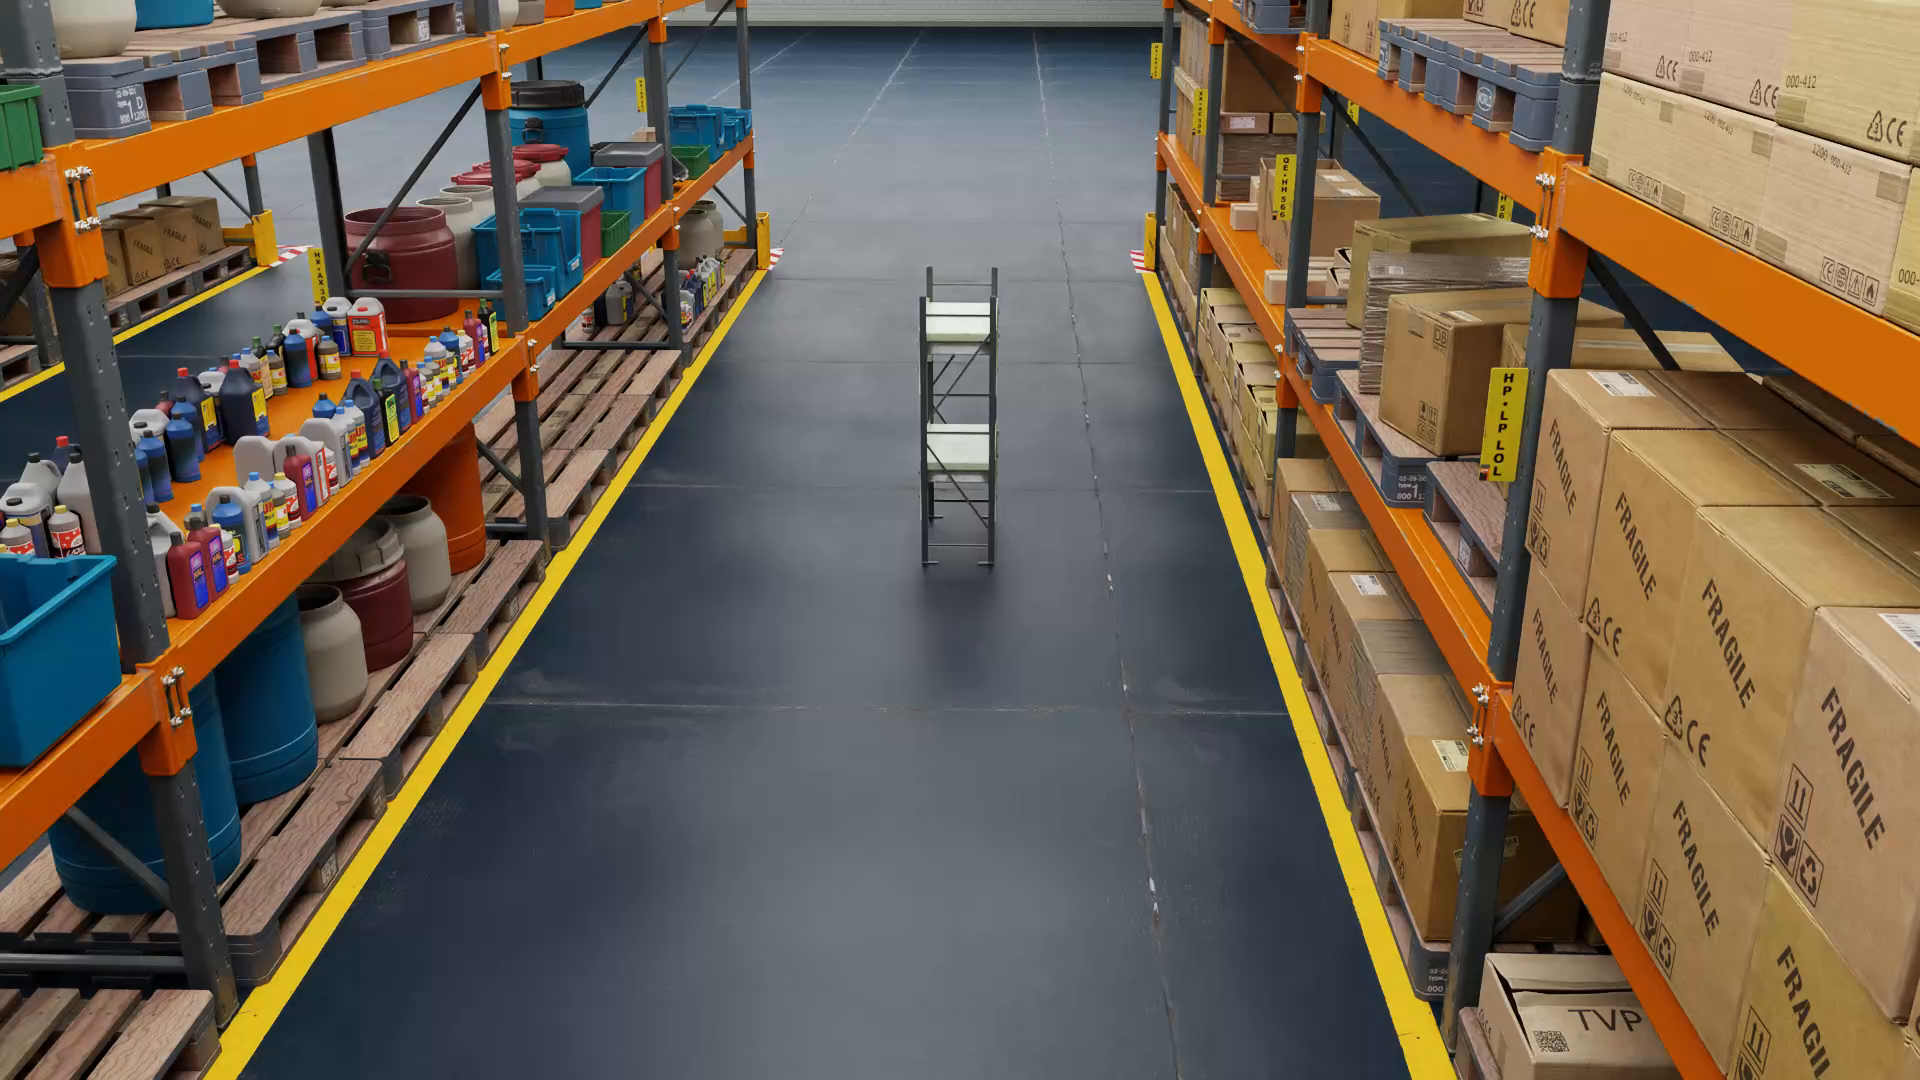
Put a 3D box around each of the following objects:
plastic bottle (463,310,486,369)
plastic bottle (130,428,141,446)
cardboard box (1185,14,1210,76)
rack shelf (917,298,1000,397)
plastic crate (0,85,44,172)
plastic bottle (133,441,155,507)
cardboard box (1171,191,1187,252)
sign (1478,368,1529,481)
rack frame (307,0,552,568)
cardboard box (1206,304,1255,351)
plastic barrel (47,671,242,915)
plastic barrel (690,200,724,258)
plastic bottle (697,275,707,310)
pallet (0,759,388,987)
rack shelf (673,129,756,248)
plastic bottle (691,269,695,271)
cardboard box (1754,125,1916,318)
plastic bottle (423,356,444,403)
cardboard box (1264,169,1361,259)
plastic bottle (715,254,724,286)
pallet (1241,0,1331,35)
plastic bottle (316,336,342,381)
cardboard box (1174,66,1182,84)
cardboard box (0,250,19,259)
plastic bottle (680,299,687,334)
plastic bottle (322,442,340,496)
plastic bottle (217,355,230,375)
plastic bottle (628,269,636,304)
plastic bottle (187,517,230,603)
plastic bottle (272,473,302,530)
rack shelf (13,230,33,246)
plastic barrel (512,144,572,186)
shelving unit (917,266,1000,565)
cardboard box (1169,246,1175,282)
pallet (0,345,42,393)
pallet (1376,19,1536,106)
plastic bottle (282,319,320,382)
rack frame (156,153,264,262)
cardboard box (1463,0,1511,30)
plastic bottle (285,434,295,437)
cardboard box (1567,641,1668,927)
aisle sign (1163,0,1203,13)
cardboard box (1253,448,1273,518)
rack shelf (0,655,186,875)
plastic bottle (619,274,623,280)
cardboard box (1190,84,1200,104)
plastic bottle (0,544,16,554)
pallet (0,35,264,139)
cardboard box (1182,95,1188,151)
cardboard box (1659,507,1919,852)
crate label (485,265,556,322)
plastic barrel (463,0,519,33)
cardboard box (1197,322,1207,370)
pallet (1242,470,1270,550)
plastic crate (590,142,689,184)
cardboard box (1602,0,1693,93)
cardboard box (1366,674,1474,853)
[{"bbox_3d":[-2.365,-0.986,8.084,0.061,0.283,0.133,1,21,2],"label":"plastic bottle"},{"bbox_3d":[-3.174,-0.280,6.274,0.152,0.276,0.135,1,21,2],"label":"plastic bottle"},{"bbox_3d":[2.383,-4.385,14.751,0.700,0.500,0.500,0,21,0],"label":"cardboard box"},{"bbox_3d":[0.000,-1.065,9.123,0.431,0.370,0.720,1,21,2],"label":"rack shelf"},{"bbox_3d":[-2.604,-0.971,4.032,0.450,0.188,0.662,1,21,2],"label":"plastic crate"},{"bbox_3d":[-3.053,-0.234,6.164,0.097,0.271,0.097,0,21,0],"label":"plastic bottle"},{"bbox_3d":[2.168,-2.822,14.838,0.500,0.500,0.500,1,21,2],"label":"cardboard box"},{"bbox_3d":[1.503,-0.317,4.599,0.100,0.325,0.005,1,21,2],"label":"sign"},{"bbox_3d":[-2.772,-1.275,8.667,1.000,3.000,0.127,1,21,2],"label":"rack frame"},{"bbox_3d":[2.019,-1.513,11.726,0.500,0.311,0.500,0,21,1],"label":"cardboard box"},{"bbox_3d":[-2.860,0.758,5.750,0.600,0.901,0.708,1,21,2],"label":"plastic barrel"},{"bbox_3d":[-2.472,-2.964,15.880,0.421,0.512,0.421,0,21,0],"label":"plastic barrel"},{"bbox_3d":[-2.158,-2.074,13.875,0.061,0.283,0.133,2,21,4],"label":"plastic bottle"},{"bbox_3d":[-2.828,1.193,6.162,1.003,0.211,1.213,1,21,2],"label":"pallet"},{"bbox_3d":[-2.589,-3.109,14.388,1.077,0.370,4.000,1,21,2],"label":"rack shelf"},{"bbox_3d":[-2.311,-2.252,14.447,0.097,0.201,0.097,0,21,0],"label":"plastic bottle"},{"bbox_3d":[1.760,-0.566,2.902,0.500,0.250,0.500,1,21,2],"label":"cardboard box"},{"bbox_3d":[-2.401,-0.730,7.538,0.097,0.201,0.097,0,21,0],"label":"plastic bottle"},{"bbox_3d":[2.230,-2.063,10.560,0.500,0.500,0.500,1,21,2],"label":"cardboard box"},{"bbox_3d":[-2.131,-2.395,14.700,0.061,0.283,0.133,1,21,3],"label":"plastic bottle"},{"bbox_3d":[2.110,-2.775,8.650,1.213,0.211,1.003,2,21,4],"label":"pallet"},{"bbox_3d":[-2.997,-0.867,7.892,0.097,0.201,0.097,0,21,0],"label":"plastic bottle"},{"bbox_3d":[2.195,-4.321,15.483,0.380,0.149,0.250,0,21,1],"label":"cardboard box"},{"bbox_3d":[-7.539,-2.157,13.817,0.500,0.500,0.500,8,22,19],"label":"cardboard box"},{"bbox_3d":[-2.202,-1.764,13.093,0.097,0.271,0.097,0,21,0],"label":"plastic bottle"},{"bbox_3d":[-2.440,-0.275,6.366,0.097,0.201,0.097,0,21,0],"label":"plastic bottle"},{"bbox_3d":[-3.189,-0.650,7.219,0.061,0.283,0.133,1,21,2],"label":"plastic bottle"},{"bbox_3d":[-2.788,-2.140,14.043,0.061,0.283,0.133,1,21,2],"label":"plastic bottle"},{"bbox_3d":[-2.452,0.050,5.415,0.061,0.283,0.133,1,21,2],"label":"plastic bottle"},{"bbox_3d":[-2.451,-0.143,6.026,0.097,0.201,0.097,0,21,0],"label":"plastic bottle"},{"bbox_3d":[-7.662,-1.717,10.801,1.077,0.370,4.000,1,21,2],"label":"rack shelf"},{"bbox_3d":[-2.898,-2.441,11.485,0.433,0.535,0.433,0,21,0],"label":"plastic barrel"},{"bbox_3d":[0.000,-0.702,9.264,0.431,1.500,0.755,1,21,2],"label":"shelving unit"},{"bbox_3d":[2.157,-2.472,14.974,0.500,0.250,0.500,1,21,2],"label":"cardboard box"},{"bbox_3d":[-7.623,-1.194,12.314,1.003,0.211,1.213,1,21,2],"label":"pallet"},{"bbox_3d":[2.176,-1.693,5.859,1.213,0.211,1.003,1,21,2],"label":"pallet"},{"bbox_3d":[-3.122,-0.897,7.864,0.152,0.276,0.135,1,21,2],"label":"plastic bottle"},{"bbox_3d":[-7.479,-4.222,16.262,1.000,3.000,0.127,1,21,2],"label":"rack frame"},{"bbox_3d":[2.184,-2.123,5.851,0.600,0.600,0.600,0,21,0],"label":"cardboard box"},{"bbox_3d":[-2.589,-0.312,6.461,0.097,0.201,0.097,0,21,0],"label":"plastic bottle"},{"bbox_3d":[1.757,0.547,3.833,0.500,0.500,0.500,1,21,3],"label":"cardboard box"},{"bbox_3d":[2.118,-5.350,15.578,0.394,0.787,0.004,1,21,2],"label":"aisle sign"},{"bbox_3d":[1.951,-0.326,9.442,0.500,0.250,0.500,1,21,3],"label":"cardboard box"},{"bbox_3d":[-2.954,1.230,3.206,1.077,0.370,4.000,1,21,2],"label":"rack shelf"},{"bbox_3d":[-2.894,-2.137,14.047,0.152,0.276,0.135,1,21,3],"label":"plastic bottle"},{"bbox_3d":[2.148,-3.765,14.051,0.380,0.149,0.250,1,21,2],"label":"cardboard box"},{"bbox_3d":[-3.079,0.113,5.366,0.097,0.201,0.097,0,21,0],"label":"plastic bottle"},{"bbox_3d":[-2.967,-1.423,5.164,1.213,0.211,1.003,1,21,2],"label":"pallet"},{"bbox_3d":[2.384,-3.799,15.036,0.700,0.500,0.500,1,21,3],"label":"cardboard box"},{"bbox_3d":[1.731,0.254,3.206,0.500,0.500,0.500,0,21,0],"label":"cardboard box"},{"bbox_3d":[-2.384,-1.345,9.079,0.303,0.233,0.416,1,21,2],"label":"crate label"},{"bbox_3d":[-2.456,-2.834,8.385,0.421,0.512,0.421,0,21,0],"label":"plastic barrel"},{"bbox_3d":[2.041,-1.436,12.303,0.500,0.250,0.500,0,21,0],"label":"cardboard box"},{"bbox_3d":[2.243,-0.216,9.794,1.003,0.211,1.213,1,21,2],"label":"pallet"},{"bbox_3d":[-2.507,-2.880,12.890,0.767,0.338,0.504,1,21,2],"label":"plastic crate"},{"bbox_3d":[1.794,-1.161,3.744,0.500,0.250,0.500,1,21,2],"label":"cardboard box"},{"bbox_3d":[1.809,0.828,6.097,0.500,0.500,0.500,1,21,2],"label":"cardboard box"}]
